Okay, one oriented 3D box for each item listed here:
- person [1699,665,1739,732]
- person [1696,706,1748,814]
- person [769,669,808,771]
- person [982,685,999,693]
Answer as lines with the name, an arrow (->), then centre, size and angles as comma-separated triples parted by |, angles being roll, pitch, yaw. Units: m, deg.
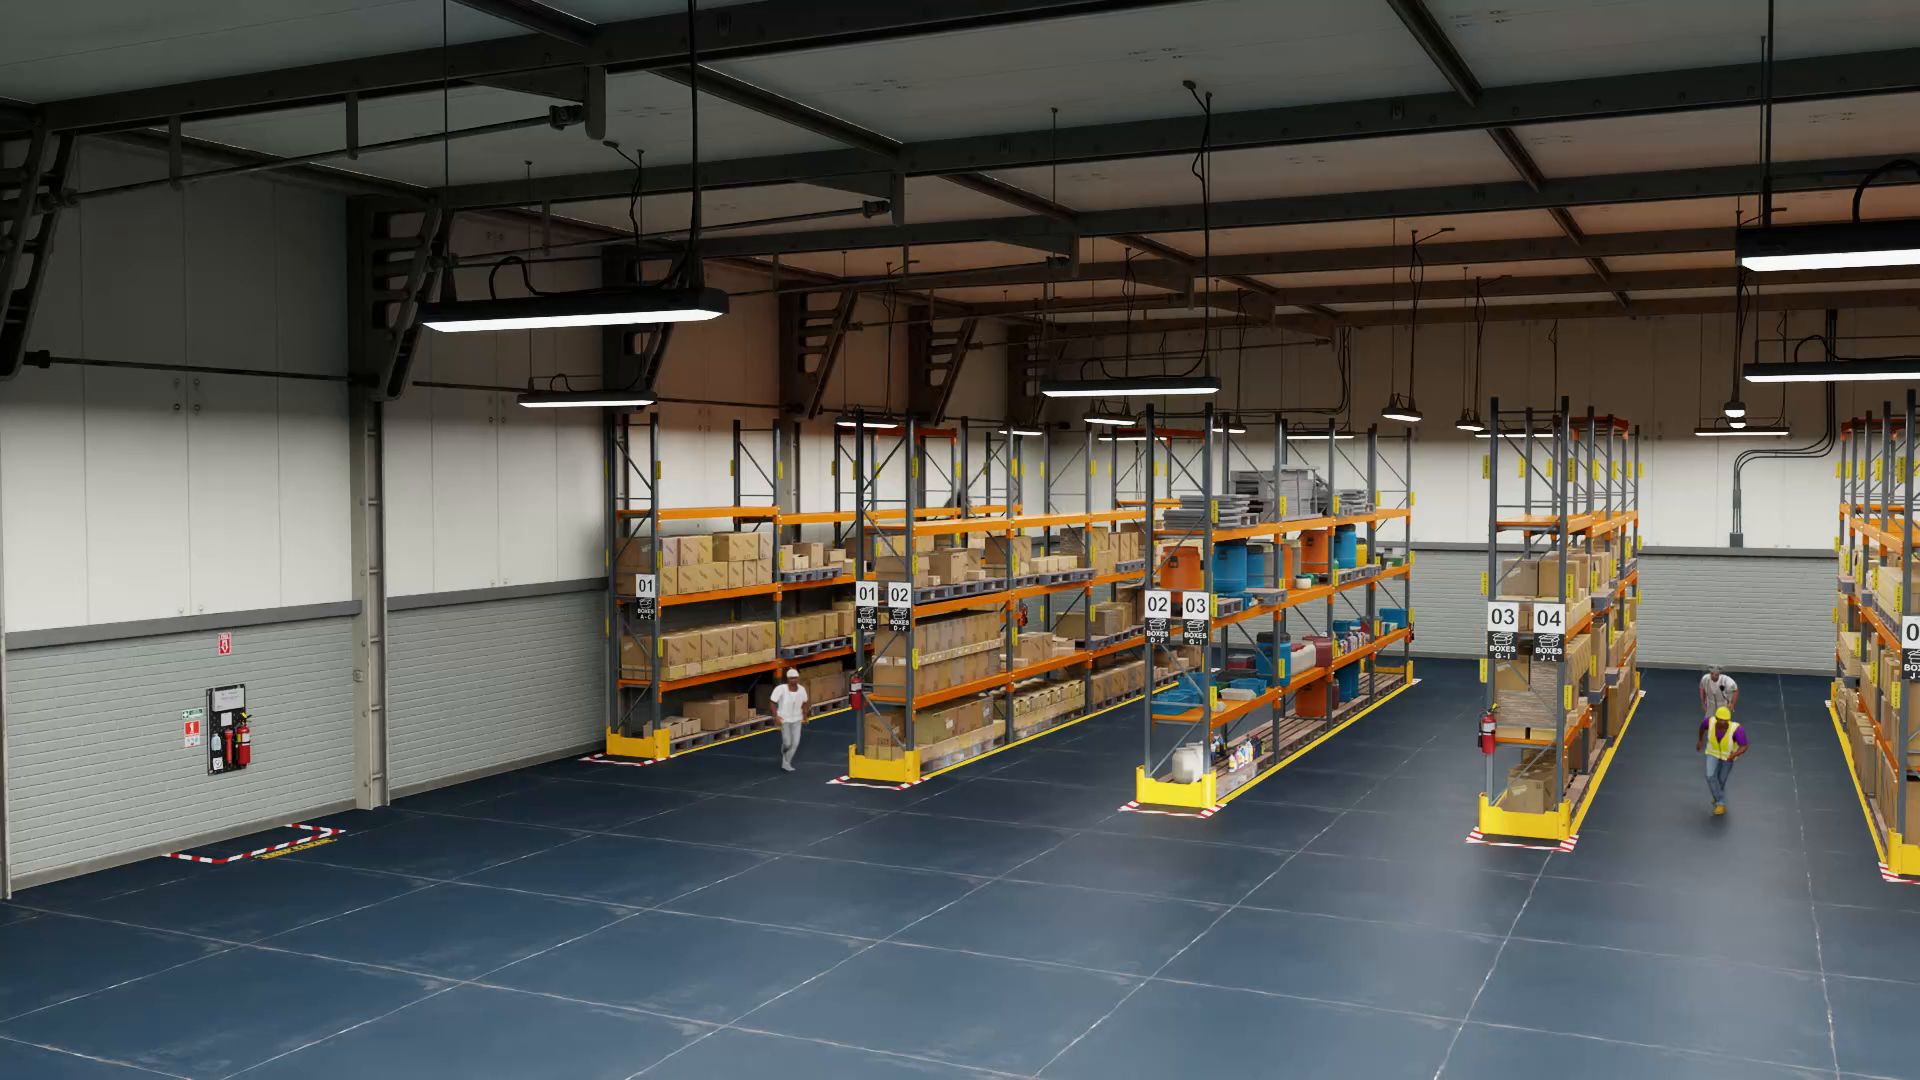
person -> 13.567, 2.976, 29.700 | 0.666, 1.573, 0.985 | 2, 3, 35
person -> 11.108, 3.156, 24.240 | 0.701, 1.568, 1.114 | 1, 3, 27
person -> -2.852, 2.989, 27.721 | 0.701, 1.701, 0.591 | -1, 3, -24
person -> 0.665, 2.751, 35.932 | 0.648, 1.612, 0.792 | -1, 2, -16
